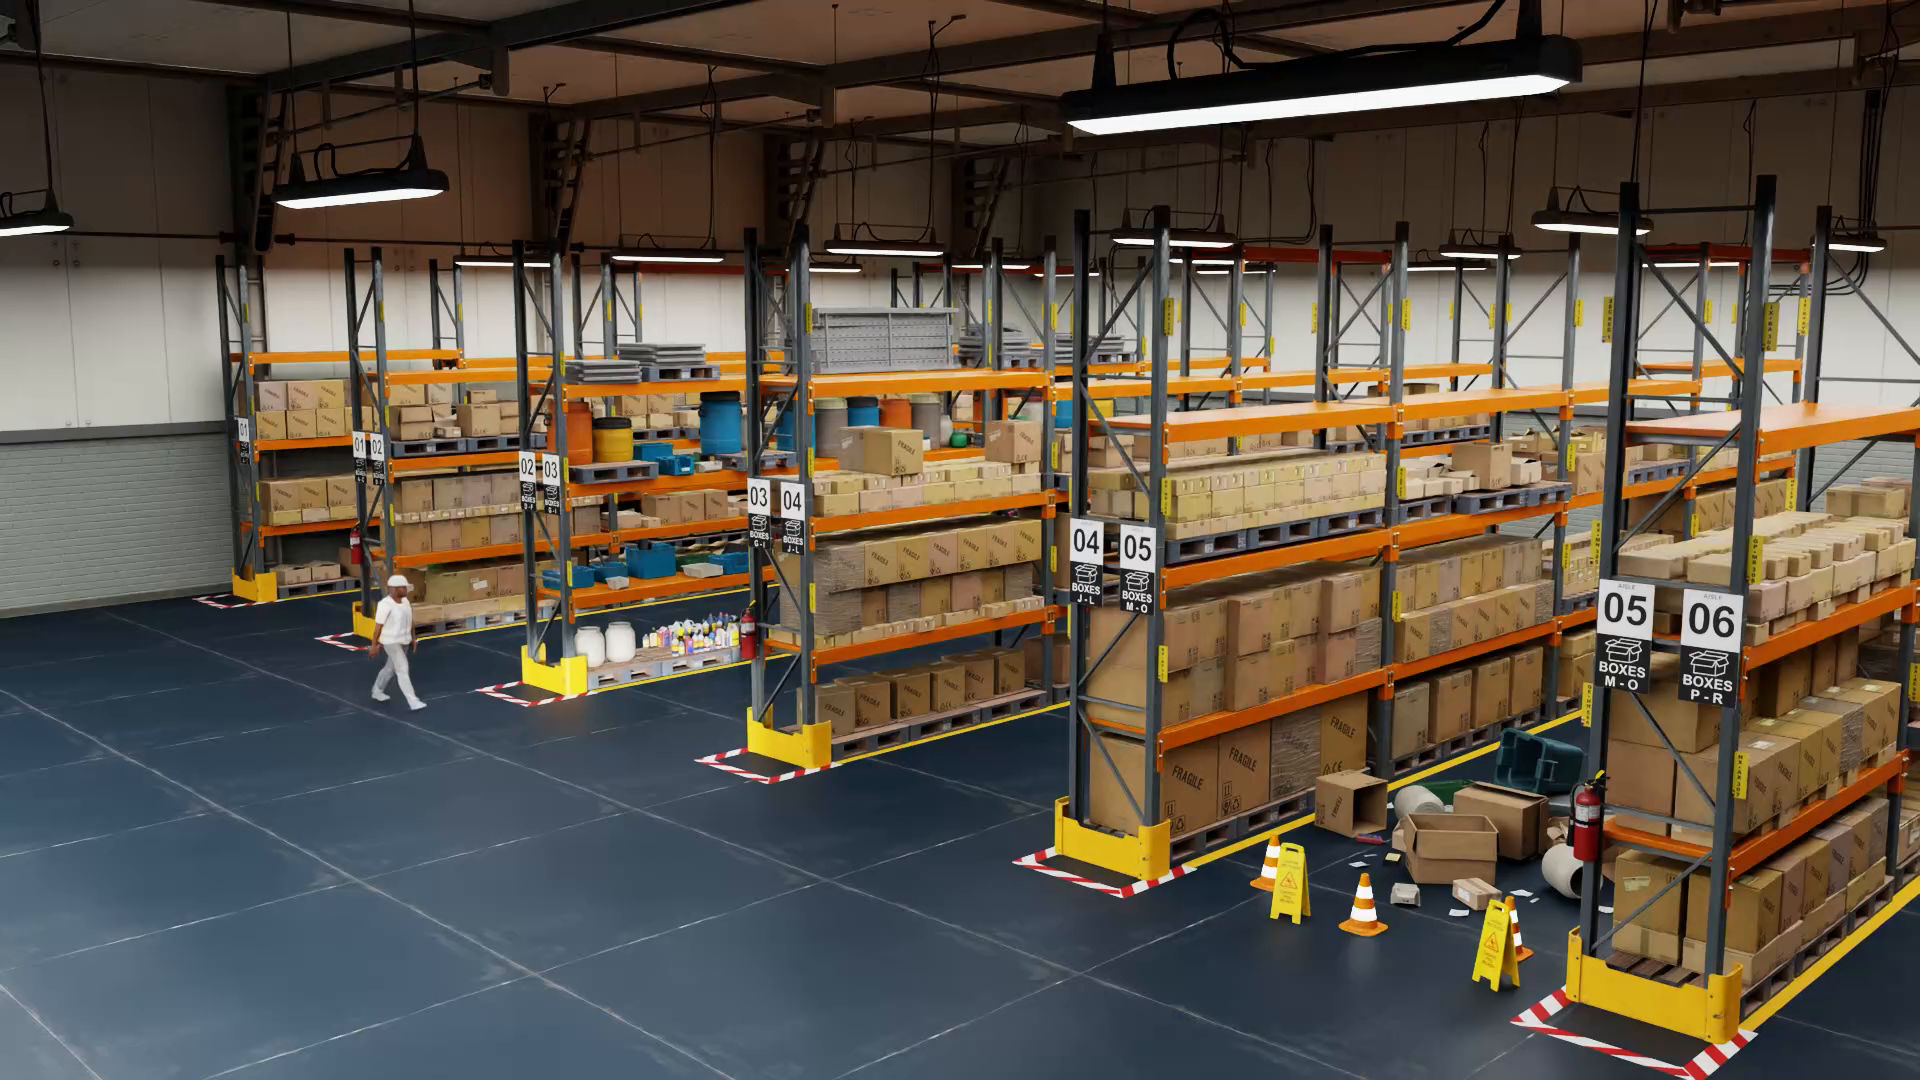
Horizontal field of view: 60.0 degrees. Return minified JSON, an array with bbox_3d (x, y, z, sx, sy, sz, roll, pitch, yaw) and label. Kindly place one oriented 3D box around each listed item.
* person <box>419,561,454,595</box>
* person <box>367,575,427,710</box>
[{"bbox_3d":[-8.973,0.294,28.244,0.560,1.728,0.995,5,9,30],"label":"person"},{"bbox_3d":[-7.215,1.300,21.337,1.104,1.700,0.677,3,9,21],"label":"person"}]
